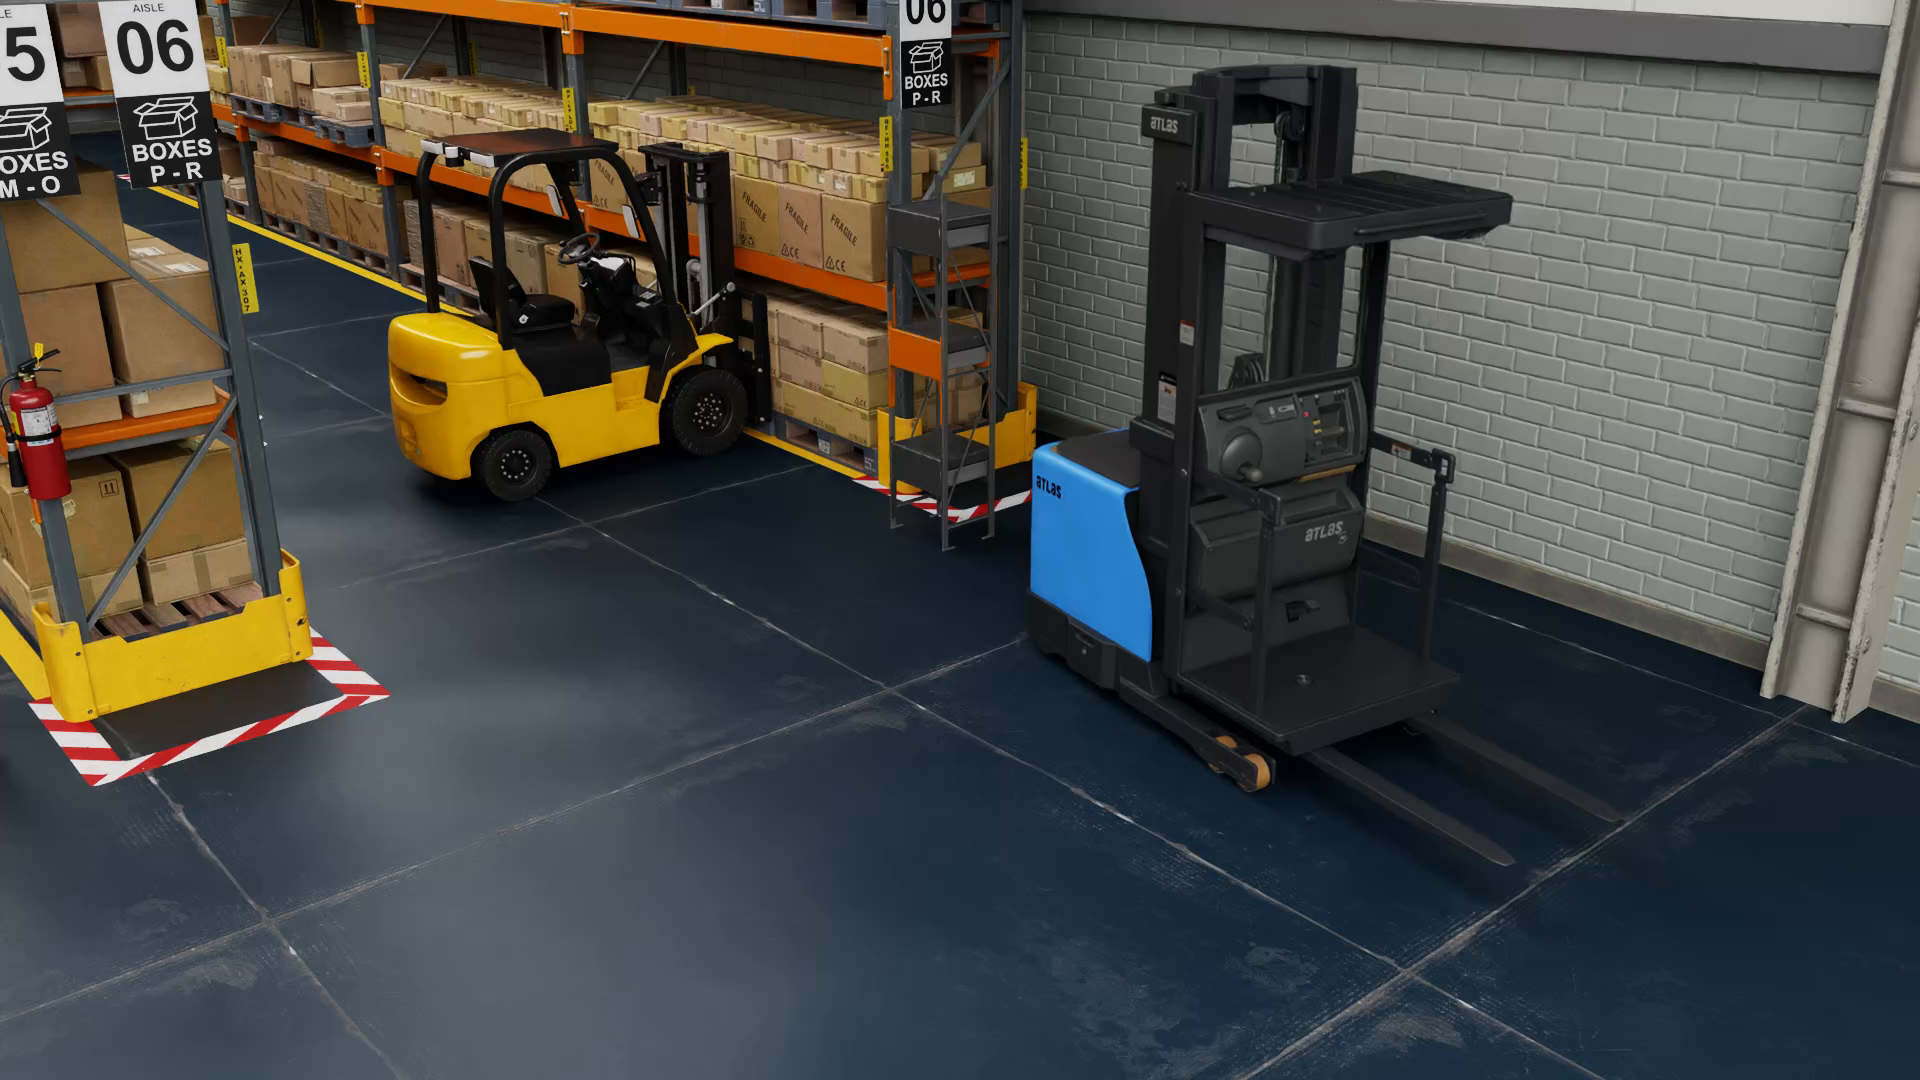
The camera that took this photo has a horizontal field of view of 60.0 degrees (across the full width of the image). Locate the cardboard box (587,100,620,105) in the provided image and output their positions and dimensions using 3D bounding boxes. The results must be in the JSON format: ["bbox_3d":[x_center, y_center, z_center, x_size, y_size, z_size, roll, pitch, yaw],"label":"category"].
[{"bbox_3d":[-3.000,-3.636,14.127,0.380,0.149,0.250,-18,27,-38],"label":"cardboard box"}]

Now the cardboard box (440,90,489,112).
[{"bbox_3d":[-4.411,-3.924,14.864,0.380,0.149,0.250,-17,27,-36],"label":"cardboard box"}]

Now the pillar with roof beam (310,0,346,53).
[{"bbox_3d":[-10.890,-7.369,16.459,9.100,9.000,0.400,-17,27,-37],"label":"pillar with roof beam"}]

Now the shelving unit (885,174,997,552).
[{"bbox_3d":[-0.108,-1.023,9.718,0.431,2.100,0.503,-17,27,-37],"label":"shelving unit"}]

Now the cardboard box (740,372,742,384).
[{"bbox_3d":[-1.564,-1.266,12.298,0.500,0.250,0.500,-16,27,-36],"label":"cardboard box"}]

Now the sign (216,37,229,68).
[{"bbox_3d":[-8.263,-5.465,18.637,0.100,0.325,0.005,-17,27,-37],"label":"sign"}]

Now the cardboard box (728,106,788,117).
[{"bbox_3d":[-1.518,-3.174,12.540,0.380,0.149,0.250,-18,28,-38],"label":"cardboard box"}]

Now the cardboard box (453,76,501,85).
[{"bbox_3d":[-4.625,-4.349,15.949,0.380,0.149,0.250,-17,27,-36],"label":"cardboard box"}]

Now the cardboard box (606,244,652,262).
[{"bbox_3d":[-2.557,-2.155,13.198,0.500,0.250,0.500,-18,28,-38],"label":"cardboard box"}]

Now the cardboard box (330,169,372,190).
[{"bbox_3d":[-6.402,-3.802,17.540,0.380,0.149,0.250,-18,28,-38],"label":"cardboard box"}]

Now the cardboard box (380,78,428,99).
[{"bbox_3d":[-5.261,-4.279,15.768,0.380,0.149,0.250,-16,27,-36],"label":"cardboard box"}]

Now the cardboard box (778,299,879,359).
[{"bbox_3d":[-0.899,-1.451,11.400,0.500,0.250,0.500,-17,27,-36],"label":"cardboard box"}]

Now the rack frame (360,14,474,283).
[{"bbox_3d":[-5.246,-4.088,16.309,1.000,3.000,0.127,-17,27,-37],"label":"rack frame"}]

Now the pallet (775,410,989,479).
[{"bbox_3d":[-0.555,-0.781,11.688,1.003,0.211,1.213,-17,27,-37],"label":"pallet"}]

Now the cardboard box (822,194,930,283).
[{"bbox_3d":[-0.544,-1.998,10.835,0.500,0.500,0.500,-18,28,-39],"label":"cardboard box"}]

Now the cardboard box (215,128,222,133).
[{"bbox_3d":[-10.141,-5.140,21.842,0.797,0.503,0.637,-19,28,-39],"label":"cardboard box"}]

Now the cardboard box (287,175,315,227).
[{"bbox_3d":[-7.035,-3.754,18.307,0.500,0.500,0.500,-18,28,-39],"label":"cardboard box"}]

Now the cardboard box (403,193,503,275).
[{"bbox_3d":[-4.850,-3.002,16.217,0.875,0.625,0.625,-16,27,-36],"label":"cardboard box"}]

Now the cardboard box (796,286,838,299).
[{"bbox_3d":[-0.842,-1.714,12.072,0.500,0.250,0.500,-18,27,-38],"label":"cardboard box"}]

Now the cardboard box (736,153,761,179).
[{"bbox_3d":[-1.319,-2.604,11.493,0.380,0.149,0.250,-17,27,-37],"label":"cardboard box"}]

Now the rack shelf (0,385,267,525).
[{"bbox_3d":[-5.088,-0.913,9.188,1.077,0.370,4.000,-17,27,-37],"label":"rack shelf"}]

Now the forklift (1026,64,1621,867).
[{"bbox_3d":[1.541,-0.467,7.156,1.130,2.935,3.031,-13,25,-29],"label":"forklift"}]

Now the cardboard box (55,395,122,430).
[{"bbox_3d":[-4.188,-0.631,7.826,0.380,0.149,0.250,-16,27,-36],"label":"cardboard box"}]

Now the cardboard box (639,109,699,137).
[{"bbox_3d":[-2.149,-3.097,12.343,0.380,0.149,0.250,-17,27,-36],"label":"cardboard box"}]

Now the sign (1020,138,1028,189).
[{"bbox_3d":[0.400,-2.448,10.826,0.100,0.325,0.005,-17,27,-37],"label":"sign"}]

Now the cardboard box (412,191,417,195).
[{"bbox_3d":[-5.614,-3.443,17.514,0.500,0.500,0.500,-17,27,-37],"label":"cardboard box"}]

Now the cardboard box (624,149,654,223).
[{"bbox_3d":[-2.191,-2.705,12.640,0.500,0.500,0.500,-17,27,-37],"label":"cardboard box"}]

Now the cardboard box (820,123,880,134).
[{"bbox_3d":[-0.751,-2.797,11.579,0.380,0.149,0.250,-16,27,-36],"label":"cardboard box"}]

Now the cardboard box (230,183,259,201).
[{"bbox_3d":[-8.443,-4.145,19.788,0.380,0.149,0.250,-18,28,-39],"label":"cardboard box"}]

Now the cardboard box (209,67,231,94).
[{"bbox_3d":[-8.374,-5.345,19.314,0.500,0.250,0.500,-17,27,-36],"label":"cardboard box"}]

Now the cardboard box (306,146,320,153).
[{"bbox_3d":[-7.399,-4.494,19.307,0.380,0.149,0.250,-19,28,-39],"label":"cardboard box"}]

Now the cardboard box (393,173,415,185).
[{"bbox_3d":[-5.727,-3.770,17.458,0.380,0.149,0.250,-17,27,-37],"label":"cardboard box"}]

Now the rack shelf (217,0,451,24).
[{"bbox_3d":[-6.552,-5.702,17.304,1.077,0.370,4.000,-17,27,-37],"label":"rack shelf"}]

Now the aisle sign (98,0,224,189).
[{"bbox_3d":[-3.507,-1.962,7.317,0.394,0.787,0.004,-17,27,-37],"label":"aisle sign"}]

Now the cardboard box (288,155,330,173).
[{"bbox_3d":[-7.220,-4.166,18.469,0.380,0.149,0.250,-18,28,-38],"label":"cardboard box"}]

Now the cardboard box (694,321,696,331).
[{"bbox_3d":[-1.904,-1.644,12.576,0.500,0.250,0.500,-18,28,-38],"label":"cardboard box"}]

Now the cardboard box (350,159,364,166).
[{"bbox_3d":[-6.521,-4.146,18.420,0.380,0.149,0.250,-17,27,-37],"label":"cardboard box"}]

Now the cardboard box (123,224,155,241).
[{"bbox_3d":[-4.555,-1.360,8.798,0.500,0.500,0.500,-18,28,-38],"label":"cardboard box"}]

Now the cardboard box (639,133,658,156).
[{"bbox_3d":[-2.160,-2.959,12.398,0.380,0.149,0.250,-17,27,-36],"label":"cardboard box"}]

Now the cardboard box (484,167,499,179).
[{"bbox_3d":[-3.796,-3.272,14.431,0.500,0.250,0.500,-17,27,-37],"label":"cardboard box"}]

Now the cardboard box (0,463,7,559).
[{"bbox_3d":[-4.846,-0.262,8.707,0.500,0.500,0.500,-16,27,-36],"label":"cardboard box"}]

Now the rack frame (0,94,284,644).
[{"bbox_3d":[-3.782,-0.695,7.646,1.000,3.000,0.127,-17,27,-37],"label":"rack frame"}]

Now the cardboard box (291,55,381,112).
[{"bbox_3d":[-6.452,-4.739,17.252,0.797,0.503,0.637,-18,28,-39],"label":"cardboard box"}]

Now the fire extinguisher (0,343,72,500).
[{"bbox_3d":[-4.057,-0.518,7.299,0.296,0.674,0.183,-17,27,-37],"label":"fire extinguisher"}]

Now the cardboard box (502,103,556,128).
[{"bbox_3d":[-3.601,-3.561,13.937,0.380,0.149,0.250,-19,28,-39],"label":"cardboard box"}]

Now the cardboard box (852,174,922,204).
[{"bbox_3d":[-0.463,-2.256,10.603,0.380,0.149,0.250,-17,27,-37],"label":"cardboard box"}]

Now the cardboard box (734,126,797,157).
[{"bbox_3d":[-1.327,-2.743,11.439,0.380,0.149,0.250,-17,27,-36],"label":"cardboard box"}]

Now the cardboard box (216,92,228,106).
[{"bbox_3d":[-8.443,-5.171,19.418,0.380,0.149,0.250,-17,27,-36],"label":"cardboard box"}]

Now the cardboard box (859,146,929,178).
[{"bbox_3d":[-0.418,-2.414,10.599,0.380,0.149,0.250,-17,27,-37],"label":"cardboard box"}]

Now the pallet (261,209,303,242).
[{"bbox_3d":[-7.298,-3.679,19.088,1.003,0.211,1.213,-17,27,-37],"label":"pallet"}]

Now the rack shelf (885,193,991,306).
[{"bbox_3d":[-0.108,-1.662,9.467,0.431,0.518,0.480,-17,27,-37],"label":"rack shelf"}]

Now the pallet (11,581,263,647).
[{"bbox_3d":[-4.335,0.349,8.803,1.003,0.211,1.213,-17,27,-37],"label":"pallet"}]

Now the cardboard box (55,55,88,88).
[{"bbox_3d":[-3.992,-2.195,7.707,0.380,0.149,0.250,-19,28,-39],"label":"cardboard box"}]

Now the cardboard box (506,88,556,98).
[{"bbox_3d":[-3.864,-3.975,14.995,0.380,0.149,0.250,-16,27,-36],"label":"cardboard box"}]

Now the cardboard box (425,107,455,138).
[{"bbox_3d":[-4.488,-3.783,15.049,0.500,0.250,0.500,-18,28,-39],"label":"cardboard box"}]
